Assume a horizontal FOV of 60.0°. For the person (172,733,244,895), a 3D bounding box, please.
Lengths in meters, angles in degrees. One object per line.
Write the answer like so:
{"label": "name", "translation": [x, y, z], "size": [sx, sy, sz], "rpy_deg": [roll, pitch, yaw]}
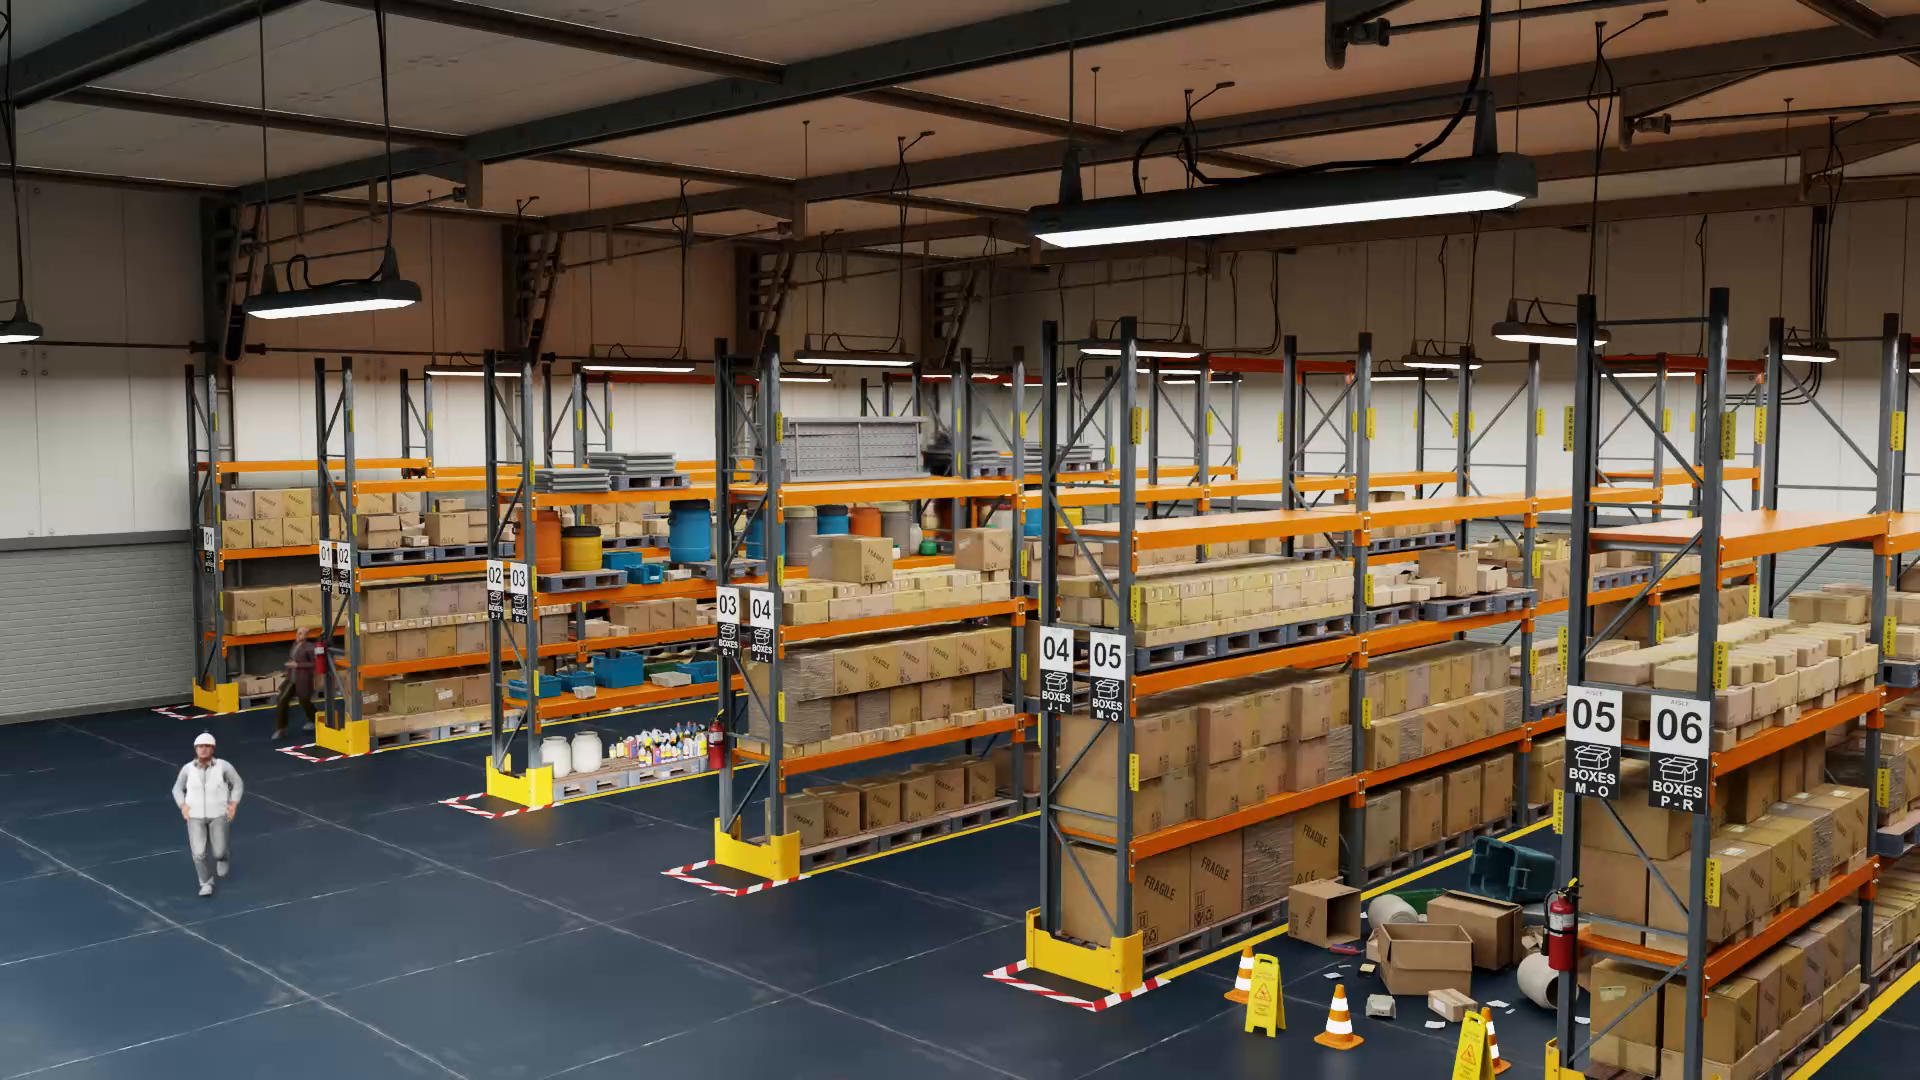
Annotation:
{"label": "person", "translation": [-8.092, 2.930, 17.910], "size": [0.705, 1.729, 0.614], "rpy_deg": [-1, 5, -18]}

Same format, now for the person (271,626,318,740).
{"label": "person", "translation": [-10.480, 2.274, 26.566], "size": [0.709, 1.823, 0.909], "rpy_deg": [2, 5, 23]}
